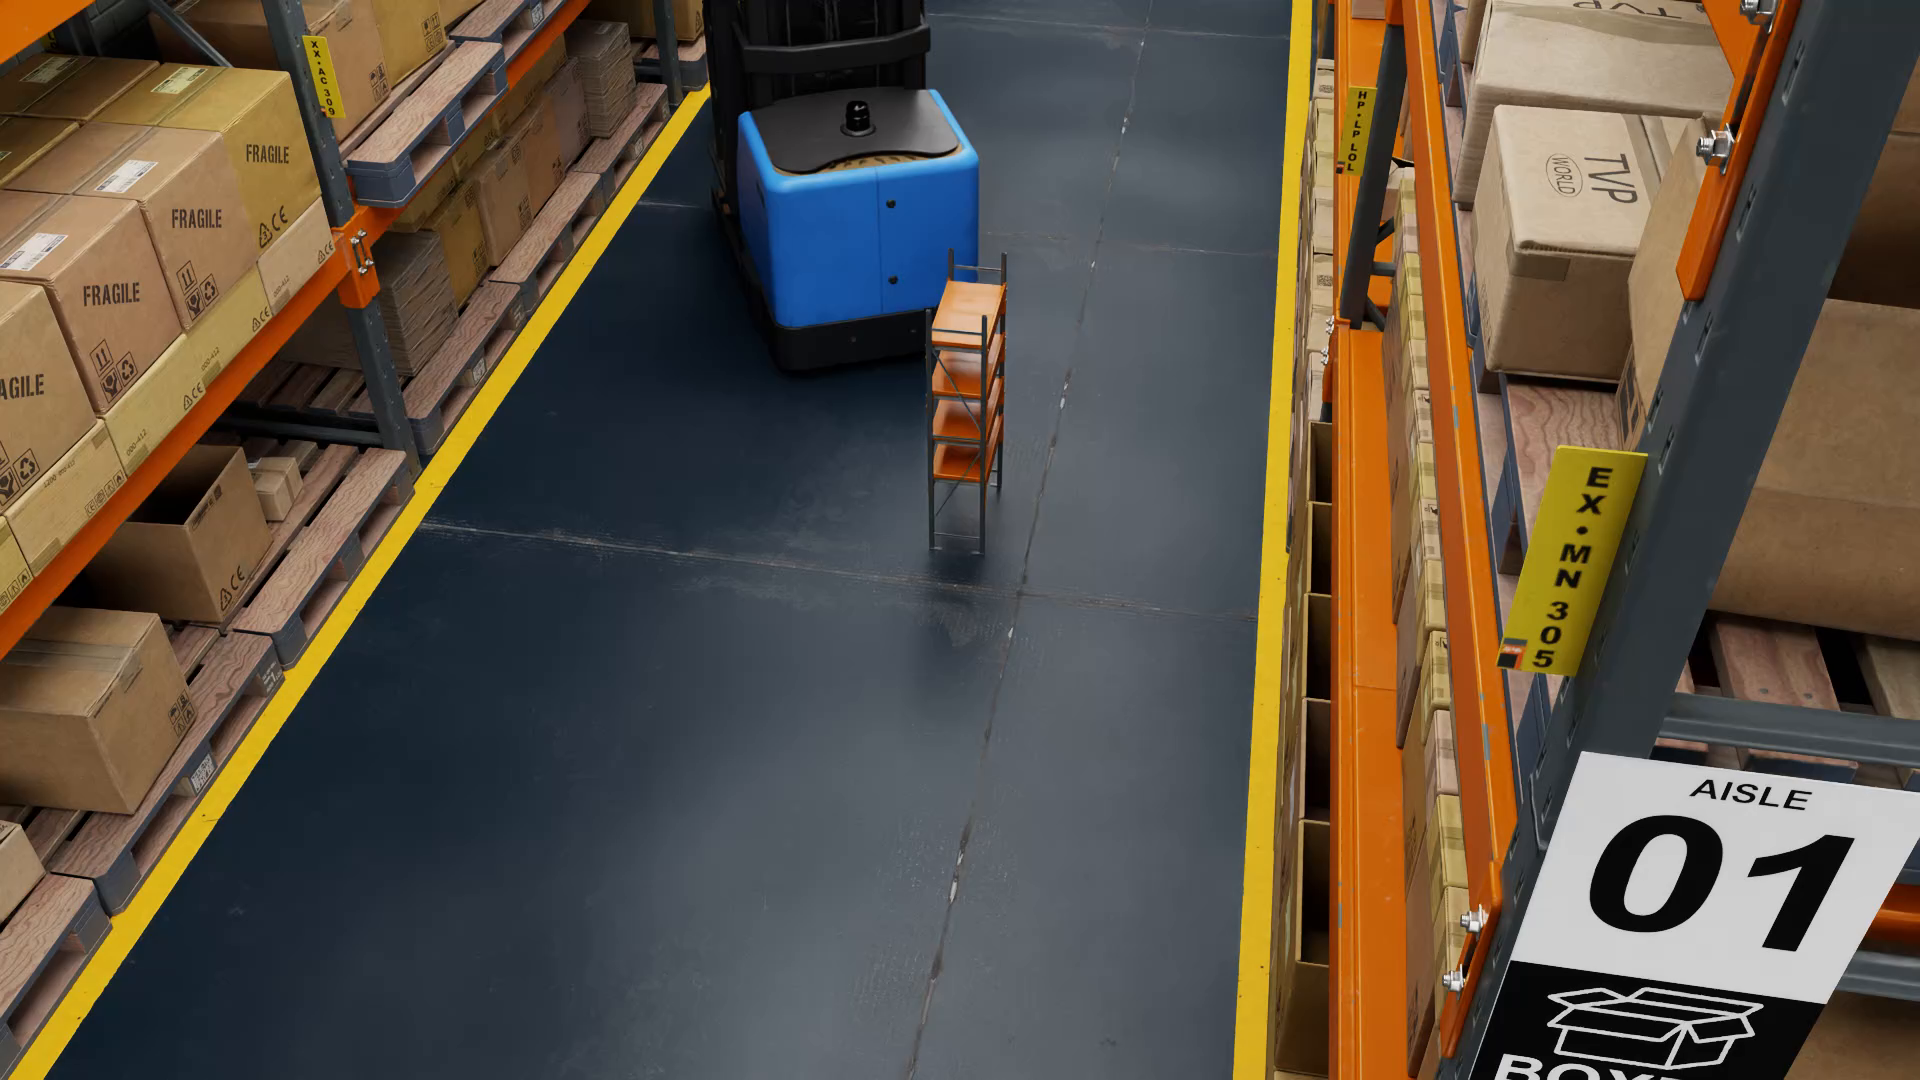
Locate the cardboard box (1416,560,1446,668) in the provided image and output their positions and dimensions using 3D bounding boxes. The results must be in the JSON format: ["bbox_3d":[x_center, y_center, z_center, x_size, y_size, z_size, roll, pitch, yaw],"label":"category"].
[{"bbox_3d":[1.320,0.204,4.062,0.380,0.149,0.250,7,40,9],"label":"cardboard box"}]

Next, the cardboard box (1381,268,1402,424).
[{"bbox_3d":[1.841,-0.704,5.669,0.700,0.500,0.500,5,40,7],"label":"cardboard box"}]

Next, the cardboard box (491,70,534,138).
[{"bbox_3d":[-2.594,-2.362,8.781,0.500,0.250,0.500,6,40,7],"label":"cardboard box"}]

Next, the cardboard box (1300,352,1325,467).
[{"bbox_3d":[1.699,-0.549,6.948,0.500,0.311,0.500,6,40,8],"label":"cardboard box"}]

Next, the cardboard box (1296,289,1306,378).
[{"bbox_3d":[1.875,-0.977,7.906,0.500,0.250,0.500,7,40,9],"label":"cardboard box"}]

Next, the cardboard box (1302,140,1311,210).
[{"bbox_3d":[2.138,-1.945,9.077,0.500,0.250,0.500,5,40,6],"label":"cardboard box"}]

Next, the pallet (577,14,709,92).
[{"bbox_3d":[-2.065,-3.410,11.209,1.003,0.211,1.213,6,40,8],"label":"pallet"}]

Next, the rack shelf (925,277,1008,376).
[{"bbox_3d":[0.029,-0.869,6.743,0.258,0.148,0.480,6,40,8],"label":"rack shelf"}]

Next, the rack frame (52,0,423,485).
[{"bbox_3d":[-2.968,-1.488,6.696,1.000,3.000,0.127,6,40,8],"label":"rack frame"}]

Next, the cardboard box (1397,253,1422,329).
[{"bbox_3d":[1.588,-0.766,5.235,0.380,0.149,0.250,5,40,7],"label":"cardboard box"}]

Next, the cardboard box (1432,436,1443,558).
[{"bbox_3d":[1.580,-0.259,4.113,0.700,0.500,0.500,6,40,8],"label":"cardboard box"}]

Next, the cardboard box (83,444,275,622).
[{"bbox_3d":[-3.108,-0.039,6.559,0.500,0.500,0.500,4,40,4],"label":"cardboard box"}]

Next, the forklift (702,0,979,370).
[{"bbox_3d":[-0.783,-2.907,8.466,1.130,2.935,3.031,-10,41,-12],"label":"forklift"}]

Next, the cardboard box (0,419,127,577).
[{"bbox_3d":[-3.004,-0.163,5.195,0.500,0.250,0.500,7,40,8],"label":"cardboard box"}]

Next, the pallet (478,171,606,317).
[{"bbox_3d":[-2.626,-1.670,9.105,1.003,0.211,1.213,6,40,8],"label":"pallet"}]

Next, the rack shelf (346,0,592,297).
[{"bbox_3d":[-2.622,-2.466,8.443,1.077,0.370,4.000,6,40,8],"label":"rack shelf"}]

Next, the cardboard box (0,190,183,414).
[{"bbox_3d":[-2.924,-0.768,5.338,0.500,0.500,0.500,5,40,6],"label":"cardboard box"}]

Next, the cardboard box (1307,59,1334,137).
[{"bbox_3d":[2.224,-2.477,9.280,0.500,0.311,0.500,8,40,9],"label":"cardboard box"}]

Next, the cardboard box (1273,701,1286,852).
[{"bbox_3d":[1.349,0.837,5.711,0.500,0.250,0.500,6,40,8],"label":"cardboard box"}]

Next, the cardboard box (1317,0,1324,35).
[{"bbox_3d":[2.624,-3.599,10.865,0.500,0.500,0.500,5,40,6],"label":"cardboard box"}]

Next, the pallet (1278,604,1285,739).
[{"bbox_3d":[1.732,0.625,6.329,1.003,0.211,1.213,6,40,8],"label":"pallet"}]

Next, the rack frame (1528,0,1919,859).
[{"bbox_3d":[1.219,-0.746,1.090,1.000,3.000,0.127,6,40,8],"label":"rack frame"}]

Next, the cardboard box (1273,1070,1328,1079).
[{"bbox_3d":[1.096,1.779,4.572,0.500,0.250,0.500,6,40,8],"label":"cardboard box"}]

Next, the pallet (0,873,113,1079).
[{"bbox_3d":[-3.472,1.543,5.218,1.003,0.211,1.213,6,40,8],"label":"pallet"}]

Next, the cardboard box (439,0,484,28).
[{"bbox_3d":[-2.660,-2.779,7.833,0.700,0.500,0.500,12,41,14],"label":"cardboard box"}]

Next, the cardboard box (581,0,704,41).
[{"bbox_3d":[-2.020,-3.779,10.824,0.750,0.750,0.750,6,40,7],"label":"cardboard box"}]

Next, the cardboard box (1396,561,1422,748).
[{"bbox_3d":[1.578,0.264,4.498,0.700,0.500,0.500,8,40,9],"label":"cardboard box"}]

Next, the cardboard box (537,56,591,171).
[{"bbox_3d":[-2.553,-2.437,9.460,0.700,0.500,0.500,6,40,8],"label":"cardboard box"}]

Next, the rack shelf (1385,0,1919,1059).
[{"bbox_3d":[1.565,-0.568,3.794,1.077,0.370,4.000,6,40,8],"label":"rack shelf"}]

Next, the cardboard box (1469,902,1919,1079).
[{"bbox_3d":[1.322,0.703,2.950,0.700,0.500,0.500,7,40,8],"label":"cardboard box"}]

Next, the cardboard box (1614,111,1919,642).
[{"bbox_3d":[1.323,-0.206,2.271,0.797,0.503,0.637,9,40,11],"label":"cardboard box"}]

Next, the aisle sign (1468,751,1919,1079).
[{"bbox_3d":[0.919,0.573,2.163,0.394,0.787,0.004,6,40,8],"label":"aisle sign"}]

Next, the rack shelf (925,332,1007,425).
[{"bbox_3d":[0.029,-0.687,6.894,0.258,0.148,0.480,6,40,8],"label":"rack shelf"}]

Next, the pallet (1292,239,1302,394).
[{"bbox_3d":[2.209,-1.104,8.420,1.003,0.211,1.213,6,40,8],"label":"pallet"}]

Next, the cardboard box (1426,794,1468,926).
[{"bbox_3d":[1.186,0.692,3.472,0.380,0.149,0.250,6,40,7],"label":"cardboard box"}]

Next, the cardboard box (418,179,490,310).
[{"bbox_3d":[-2.817,-1.488,8.312,0.700,0.500,0.500,6,40,7],"label":"cardboard box"}]

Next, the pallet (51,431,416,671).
[{"bbox_3d":[-3.050,0.012,7.070,1.003,0.211,1.213,6,40,8],"label":"pallet"}]

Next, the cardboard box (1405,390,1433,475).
[{"bbox_3d":[1.455,-0.277,4.643,0.380,0.149,0.250,5,40,6],"label":"cardboard box"}]

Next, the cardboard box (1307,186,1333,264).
[{"bbox_3d":[1.962,-1.504,8.103,0.500,0.311,0.500,6,40,7],"label":"cardboard box"}]

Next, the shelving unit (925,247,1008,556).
[{"bbox_3d":[0.029,-0.566,6.993,0.258,1.200,0.503,6,40,8],"label":"shelving unit"}]

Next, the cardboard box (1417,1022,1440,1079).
[{"bbox_3d":[1.313,1.236,3.323,0.700,0.500,0.500,6,40,8],"label":"cardboard box"}]

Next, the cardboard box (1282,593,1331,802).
[{"bbox_3d":[1.350,0.548,5.472,0.500,0.500,0.500,6,40,8],"label":"cardboard box"}]

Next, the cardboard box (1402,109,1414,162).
[{"bbox_3d":[2.151,-1.794,6.987,0.500,0.500,0.500,9,40,11],"label":"cardboard box"}]

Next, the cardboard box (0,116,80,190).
[{"bbox_3d":[-3.349,-1.131,5.778,0.500,0.500,0.500,6,40,7],"label":"cardboard box"}]

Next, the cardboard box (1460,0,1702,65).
[{"bbox_3d":[1.502,-1.336,3.638,0.797,0.503,0.637,11,41,13],"label":"cardboard box"}]

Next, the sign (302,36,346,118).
[{"bbox_3d":[-2.432,-1.767,6.354,0.100,0.325,0.005,6,40,8],"label":"sign"}]

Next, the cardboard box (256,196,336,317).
[{"bbox_3d":[-2.752,-1.108,6.338,0.500,0.250,0.500,6,40,8],"label":"cardboard box"}]

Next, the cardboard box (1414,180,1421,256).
[{"bbox_3d":[1.841,-1.204,5.255,0.700,0.500,0.500,7,40,8],"label":"cardboard box"}]
